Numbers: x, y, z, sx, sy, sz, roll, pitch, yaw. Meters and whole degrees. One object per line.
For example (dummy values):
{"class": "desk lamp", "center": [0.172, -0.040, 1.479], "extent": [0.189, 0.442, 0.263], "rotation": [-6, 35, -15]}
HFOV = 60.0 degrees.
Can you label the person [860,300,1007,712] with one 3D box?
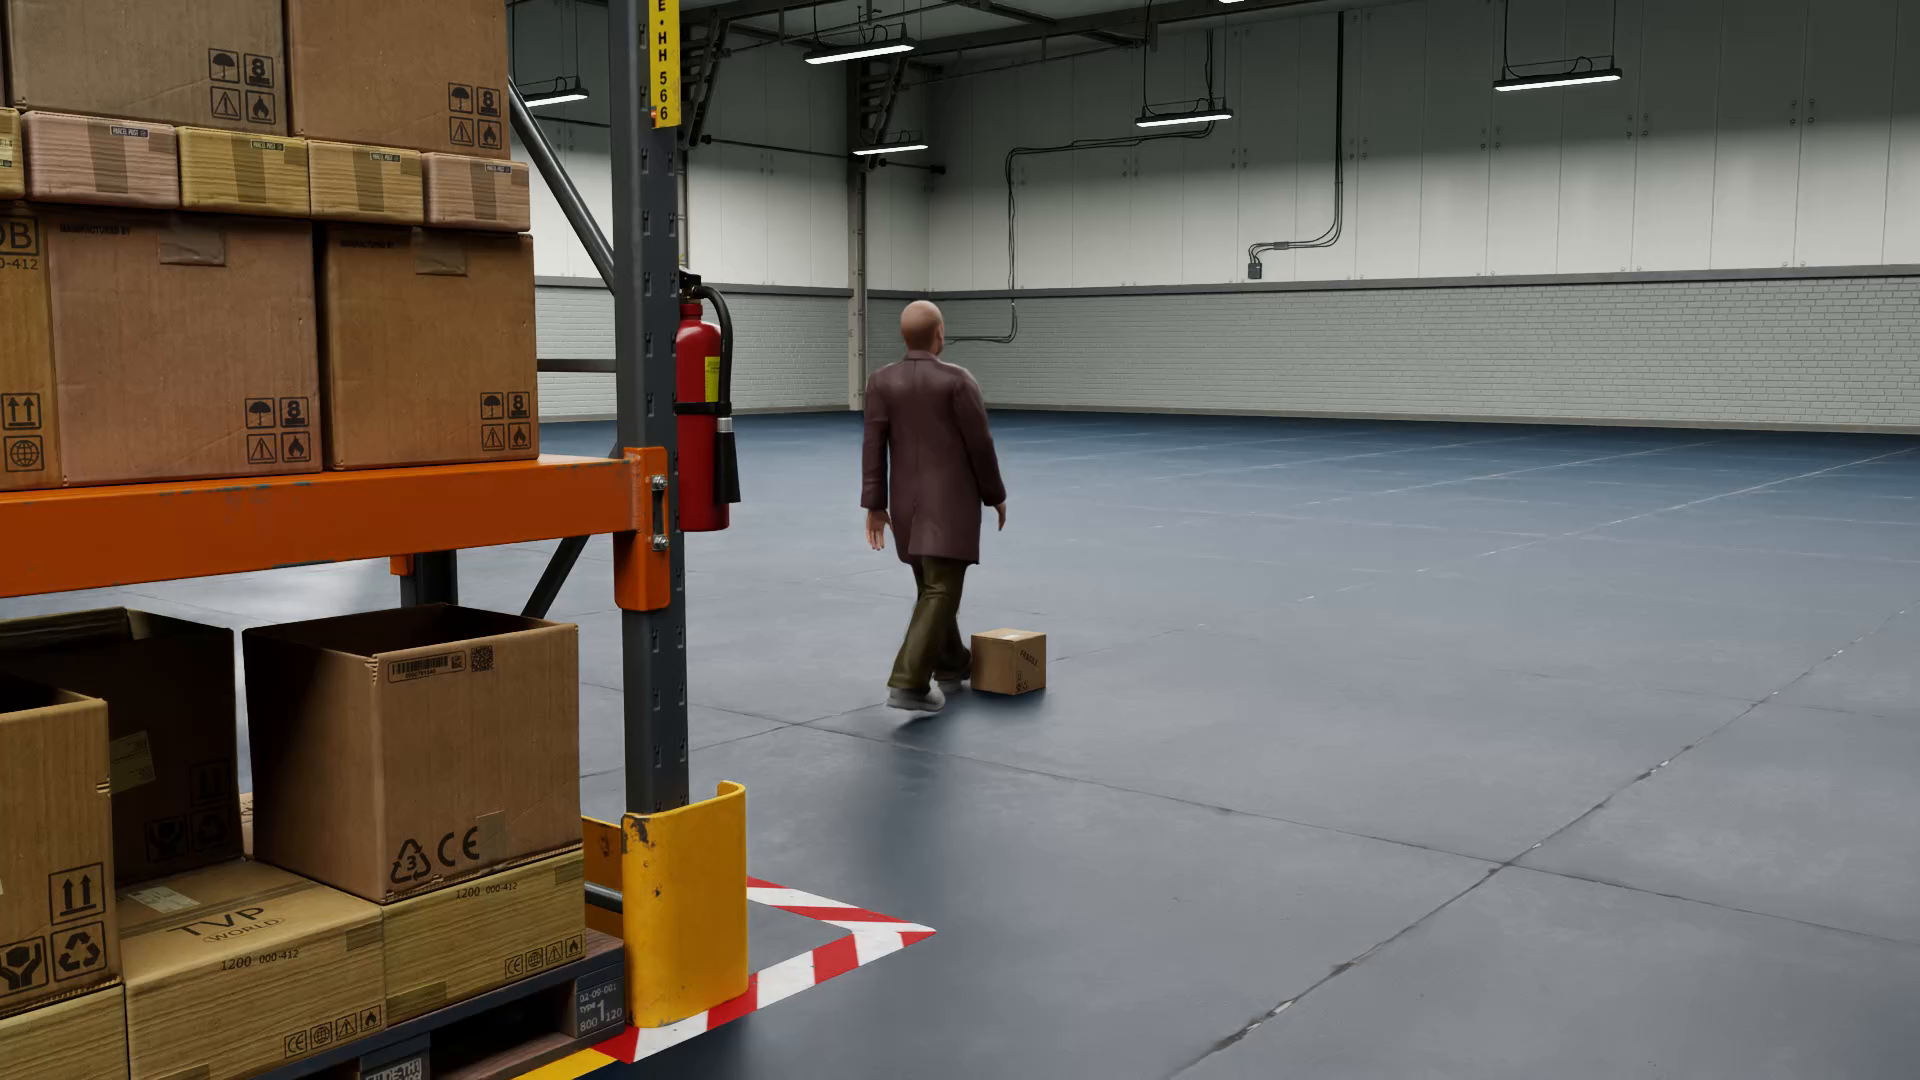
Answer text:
{"class": "person", "center": [-0.077, -0.156, 7.202], "extent": [0.598, 1.739, 1.005], "rotation": [4, 8, 33]}
